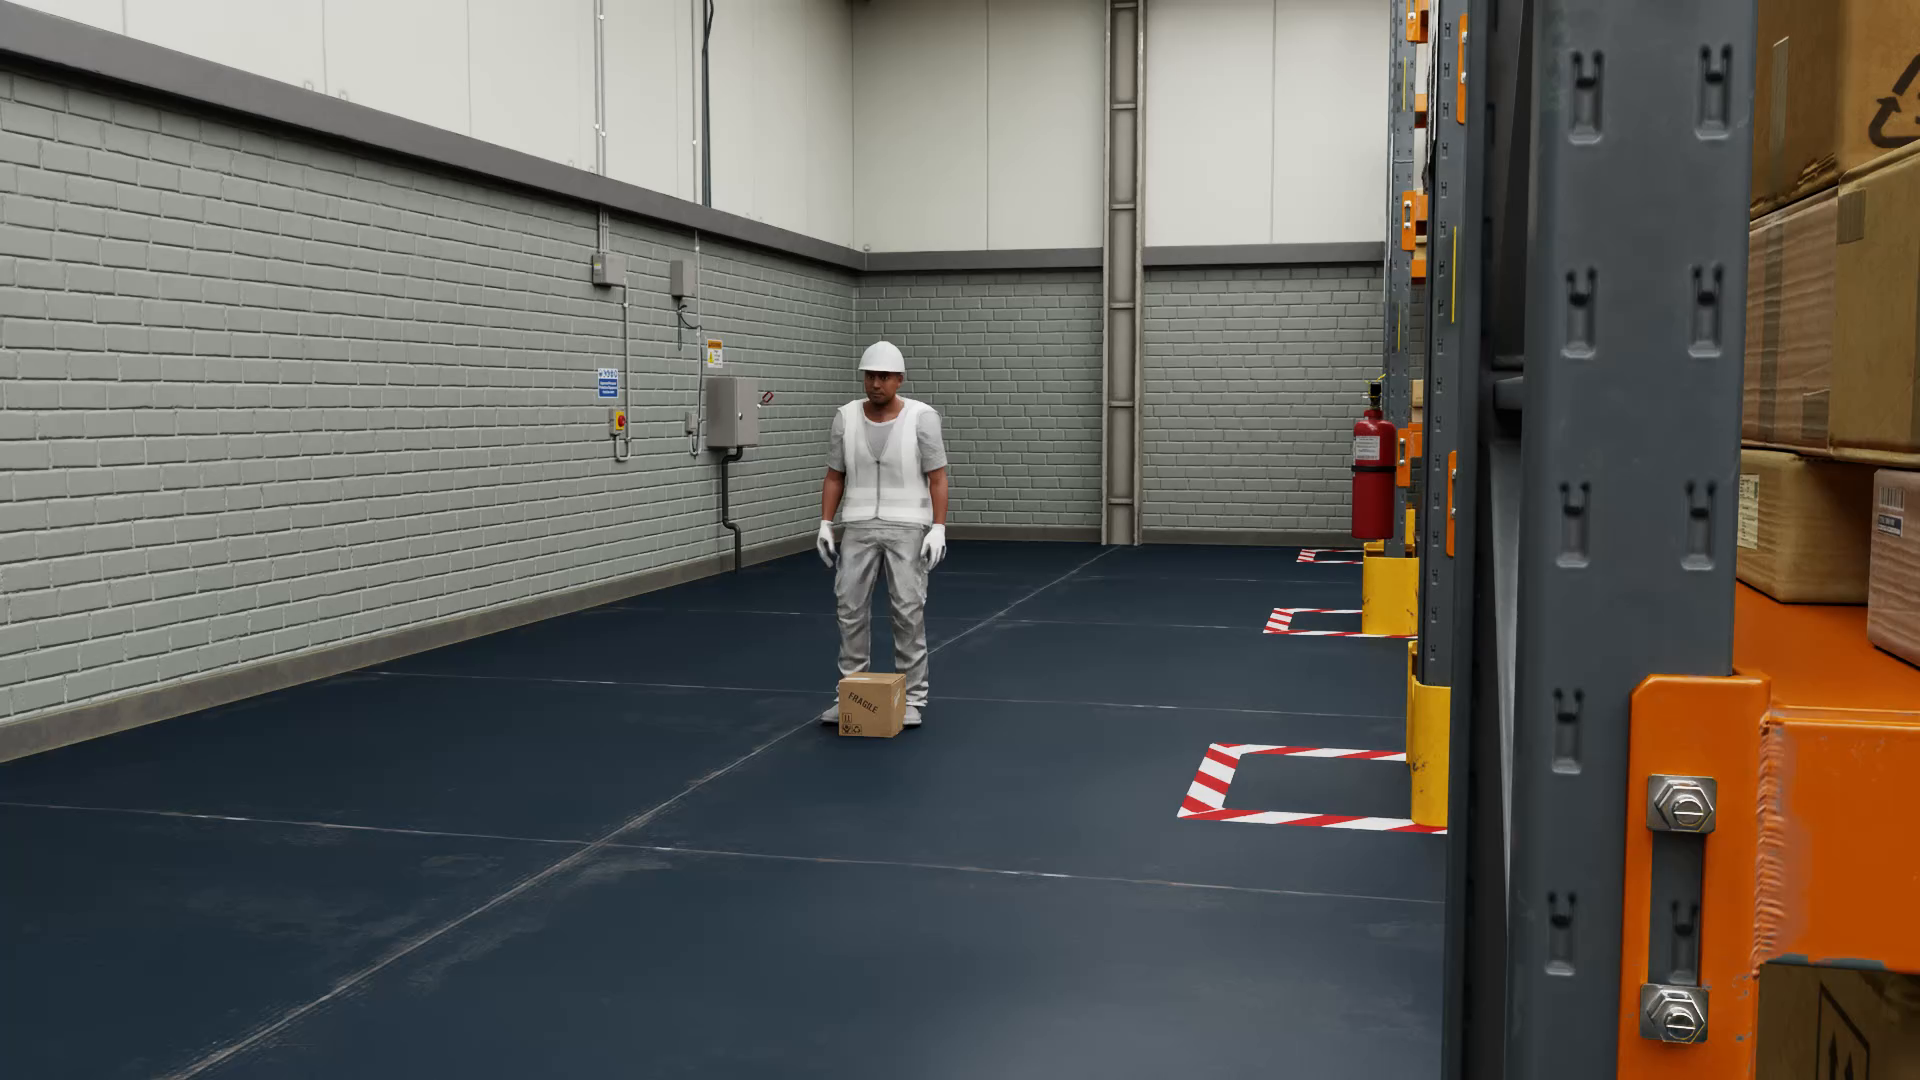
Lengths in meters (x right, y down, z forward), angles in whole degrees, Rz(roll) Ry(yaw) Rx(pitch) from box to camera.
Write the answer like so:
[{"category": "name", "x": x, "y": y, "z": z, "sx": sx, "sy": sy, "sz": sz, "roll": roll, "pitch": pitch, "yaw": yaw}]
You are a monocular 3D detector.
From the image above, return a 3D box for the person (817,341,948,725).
[{"category": "person", "x": -0.361, "y": -0.028, "z": 7.737, "sx": 0.619, "sy": 1.774, "sz": 0.446, "roll": 1, "pitch": 5, "yaw": 14}]
